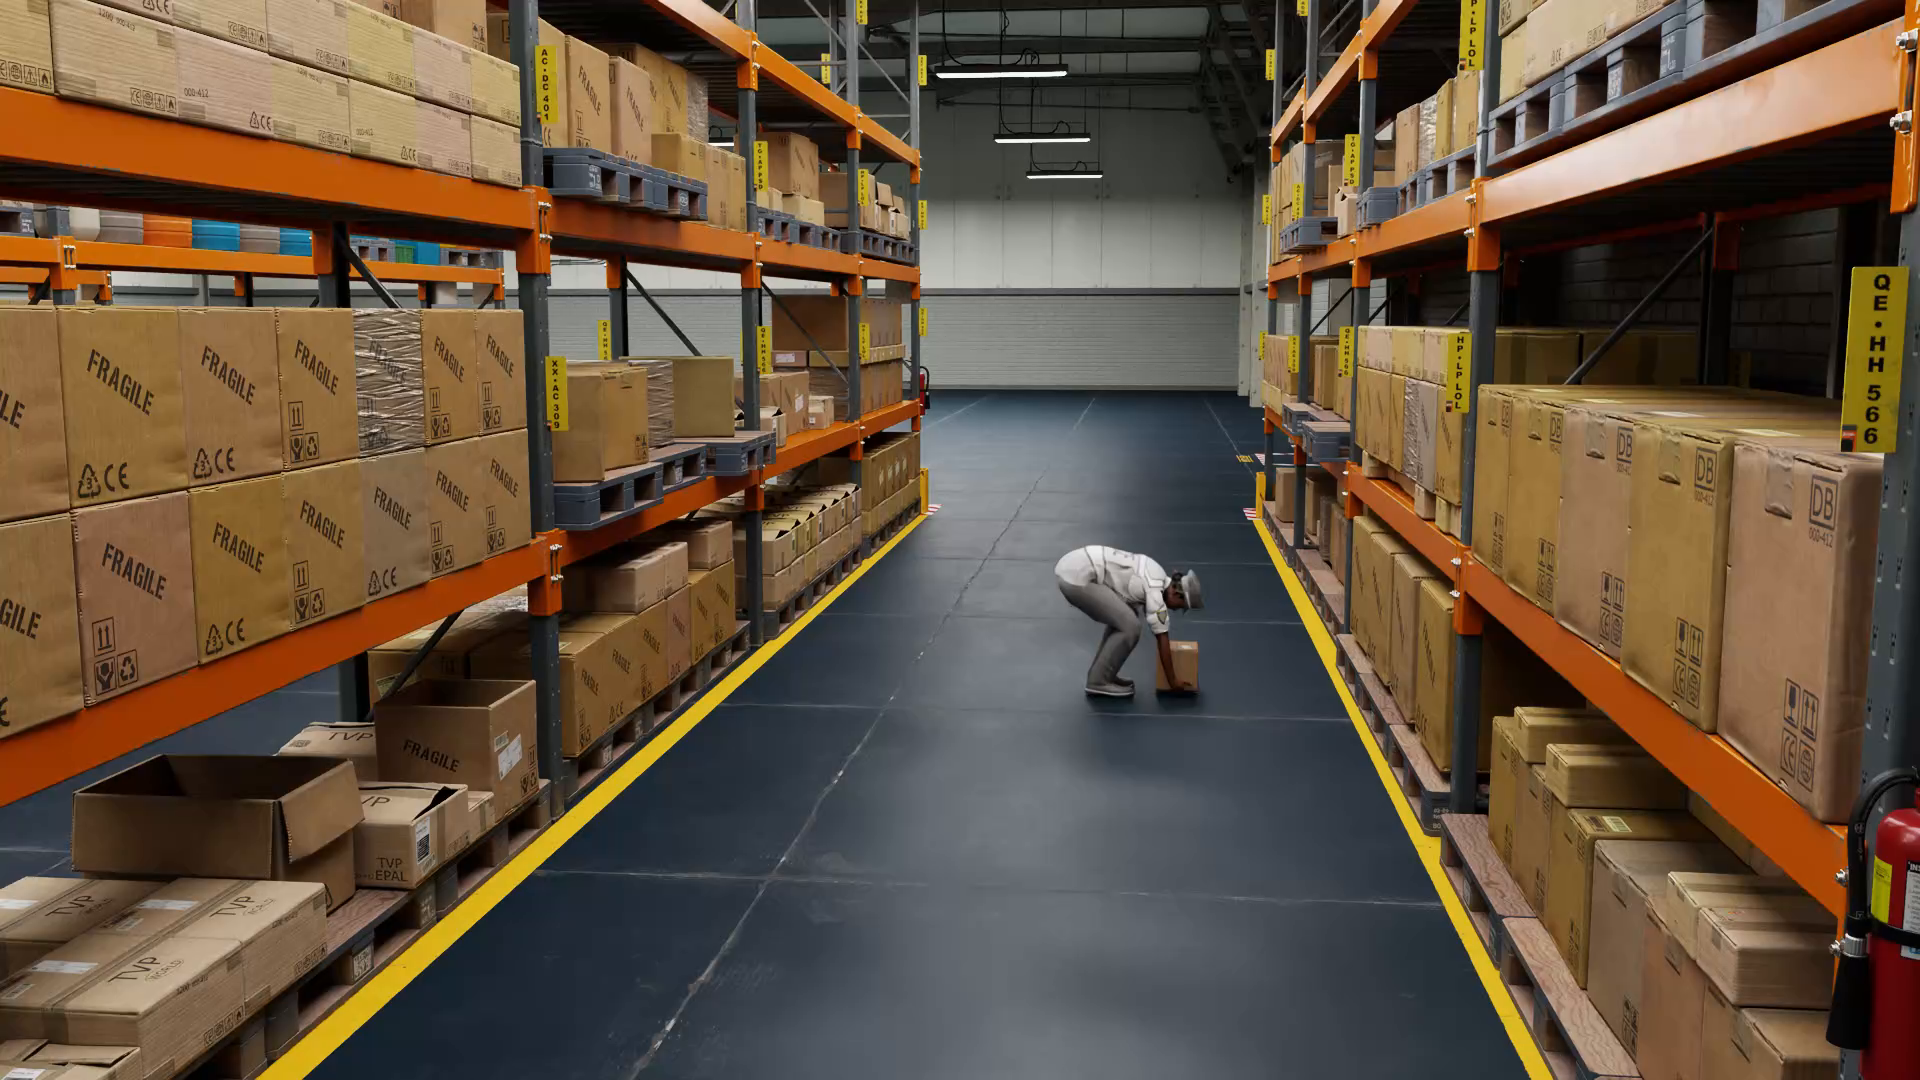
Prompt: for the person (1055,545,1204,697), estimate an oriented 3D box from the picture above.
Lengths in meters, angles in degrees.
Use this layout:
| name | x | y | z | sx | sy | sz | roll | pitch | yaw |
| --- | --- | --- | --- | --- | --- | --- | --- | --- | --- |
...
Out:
| name | x | y | z | sx | sy | sz | roll | pitch | yaw |
| --- | --- | --- | --- | --- | --- | --- | --- | --- | --- |
| person | 1.025 | 0.485 | 10.081 | 0.905 | 0.895 | 0.447 | 0 | 8 | 3 |
